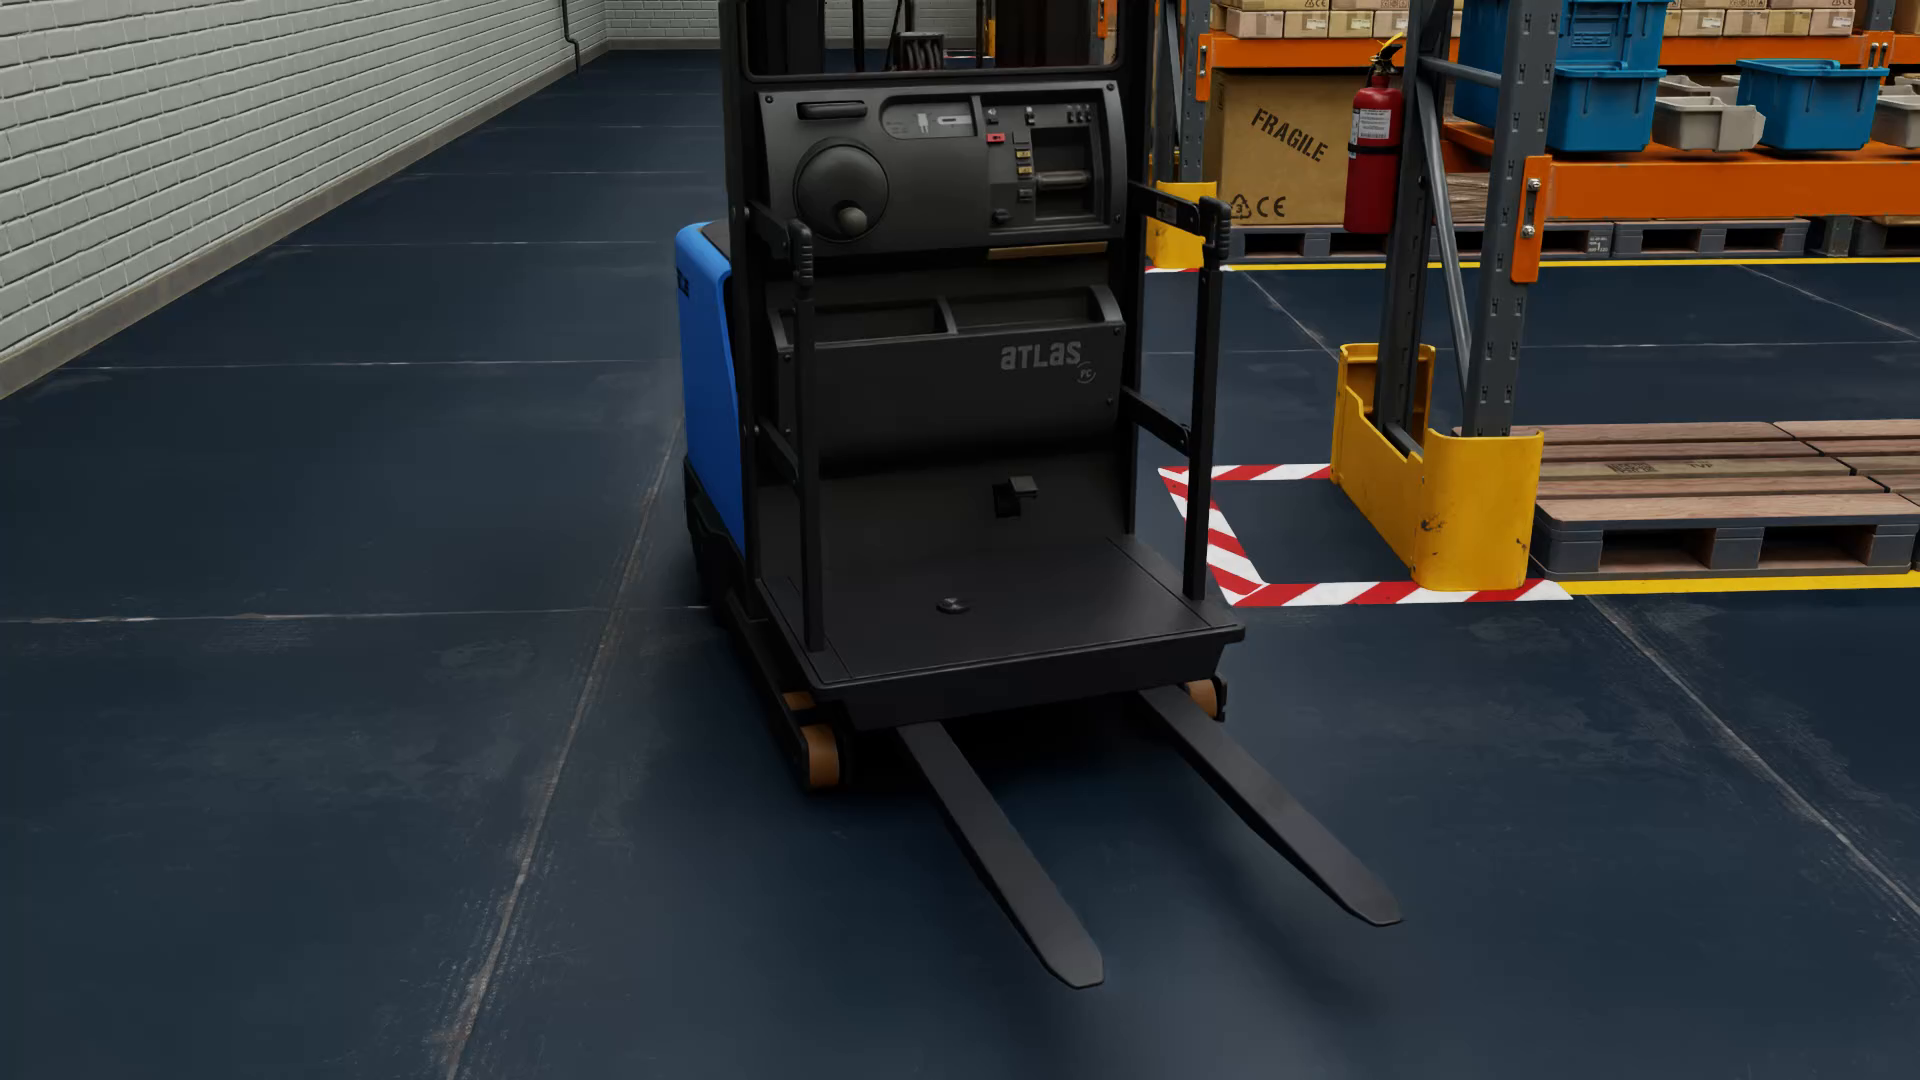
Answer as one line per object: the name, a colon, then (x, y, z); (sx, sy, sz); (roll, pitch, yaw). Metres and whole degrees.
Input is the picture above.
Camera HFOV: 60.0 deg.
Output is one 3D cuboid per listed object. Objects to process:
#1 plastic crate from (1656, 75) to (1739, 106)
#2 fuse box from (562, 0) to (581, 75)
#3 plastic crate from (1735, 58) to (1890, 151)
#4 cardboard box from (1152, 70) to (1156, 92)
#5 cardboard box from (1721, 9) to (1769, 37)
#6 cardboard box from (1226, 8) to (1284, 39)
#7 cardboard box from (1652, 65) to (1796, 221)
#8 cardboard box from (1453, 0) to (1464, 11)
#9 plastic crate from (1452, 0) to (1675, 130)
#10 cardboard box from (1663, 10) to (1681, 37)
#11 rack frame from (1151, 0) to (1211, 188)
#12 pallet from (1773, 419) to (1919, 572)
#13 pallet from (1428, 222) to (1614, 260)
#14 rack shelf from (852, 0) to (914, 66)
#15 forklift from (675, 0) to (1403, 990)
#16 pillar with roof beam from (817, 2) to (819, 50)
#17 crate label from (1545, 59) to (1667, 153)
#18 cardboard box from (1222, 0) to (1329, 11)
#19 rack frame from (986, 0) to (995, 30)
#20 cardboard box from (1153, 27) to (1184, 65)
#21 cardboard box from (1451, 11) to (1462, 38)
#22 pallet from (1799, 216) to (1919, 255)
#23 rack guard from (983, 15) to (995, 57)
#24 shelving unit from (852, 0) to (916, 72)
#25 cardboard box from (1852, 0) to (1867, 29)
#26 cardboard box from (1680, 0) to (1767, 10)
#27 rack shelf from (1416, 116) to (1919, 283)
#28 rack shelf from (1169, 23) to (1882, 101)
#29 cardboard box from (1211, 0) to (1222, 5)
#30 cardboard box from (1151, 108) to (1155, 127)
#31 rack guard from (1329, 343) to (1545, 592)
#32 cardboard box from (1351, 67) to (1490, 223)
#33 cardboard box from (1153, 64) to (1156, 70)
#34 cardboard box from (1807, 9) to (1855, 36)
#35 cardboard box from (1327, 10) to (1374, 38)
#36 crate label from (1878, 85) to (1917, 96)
plastic crate: (2.412, -1.441, 5.476); (0.243, 0.136, 0.396); (-1, 21, -3)
fuse box: (-4.842, -6.759, 20.969); (0.414, 1.711, 0.539); (-1, 21, -3)
plastic crate: (2.531, -1.306, 4.987); (0.300, 0.233, 0.416); (-1, 21, -3)
cardboard box: (1.686, -4.010, 14.519); (0.250, 0.149, 0.380); (-2, 21, -6)
cardboard box: (4.520, -3.045, 9.757); (0.250, 0.149, 0.380); (-2, 21, -4)
cardboard box: (1.699, -2.987, 9.604); (0.250, 0.149, 0.380); (-1, 21, -2)
cardboard box: (4.656, -2.514, 10.404); (0.875, 0.875, 0.875); (-1, 21, -3)
cardboard box: (2.841, -3.219, 9.653); (0.500, 0.250, 0.500); (-2, 21, -5)
plastic crate: (1.932, -1.573, 5.402); (0.499, 0.435, 0.616); (-1, 21, -3)
cardboard box: (4.006, -3.035, 9.729); (0.250, 0.149, 0.380); (-1, 21, -2)
rack frame: (1.326, -3.214, 9.848); (0.127, 3.000, 1.000); (-1, 21, -3)
pallet: (3.649, -0.178, 5.793); (1.213, 0.211, 1.003); (-1, 21, -3)
pallet: (3.335, -1.979, 10.522); (1.213, 0.211, 1.003); (-1, 21, -3)
rack shelf: (-0.465, -1.812, 5.484); (0.480, 0.518, 0.431); (-12, 23, -29)
forklift: (0.040, -0.922, 3.924); (1.130, 2.935, 3.031); (-7, 22, -17)
pillar with roof beam: (-2.025, -10.038, 19.339); (0.400, 9.000, 9.100); (-1, 21, -3)
crate label: (1.874, -1.293, 4.952); (0.303, 0.233, 0.416); (-1, 21, -3)
cardboard box: (1.820, -3.197, 9.596); (0.500, 0.250, 0.500); (-2, 21, -4)
rack frame: (0.473, -8.498, 23.726); (0.127, 3.000, 1.000); (-1, 21, -3)
cardboard box: (2.326, -5.804, 19.661); (0.875, 0.438, 0.875); (-1, 21, -2)
cardboard box: (2.725, -3.009, 9.661); (0.250, 0.149, 0.380); (-2, 21, -4)
pallet: (6.085, -2.035, 10.669); (1.213, 0.211, 1.003); (-1, 21, -3)
rack guard: (0.549, -7.331, 24.174); (0.348, 0.500, 1.175); (-1, 21, -3)
shelving unit: (-0.456, -1.165, 5.715); (0.503, 2.100, 0.431); (-12, 23, -29)
cardboard box: (5.771, -3.449, 10.324); (0.500, 0.500, 0.500); (-1, 21, -3)
cardboard box: (4.377, -3.251, 9.737); (0.500, 0.250, 0.500); (-1, 21, -1)
rack shelf: (3.605, -1.159, 5.462); (4.000, 0.370, 1.077); (-1, 21, -3)
rack shelf: (3.322, -2.919, 10.083); (4.000, 0.370, 1.077); (-1, 21, -3)
cardboard box: (1.794, -3.387, 10.095); (0.500, 0.250, 0.500); (-1, 21, -4)
cardboard box: (1.685, -3.739, 14.643); (0.250, 0.149, 0.380); (-1, 21, -2)
rack guard: (1.585, -0.282, 5.658); (0.348, 0.500, 1.175); (-1, 21, -3)
cardboard box: (2.869, -2.478, 10.309); (0.875, 0.875, 0.875); (-1, 21, -3)
cardboard box: (1.658, -4.221, 15.073); (0.250, 0.149, 0.380); (-1, 21, -2)
cardboard box: (5.034, -3.056, 9.784); (0.250, 0.149, 0.380); (-1, 21, -3)
cardboard box: (2.211, -2.998, 9.633); (0.250, 0.149, 0.380); (-2, 21, -4)
crate label: (2.979, -1.456, 5.515); (0.243, 0.136, 0.396); (-1, 21, -3)
